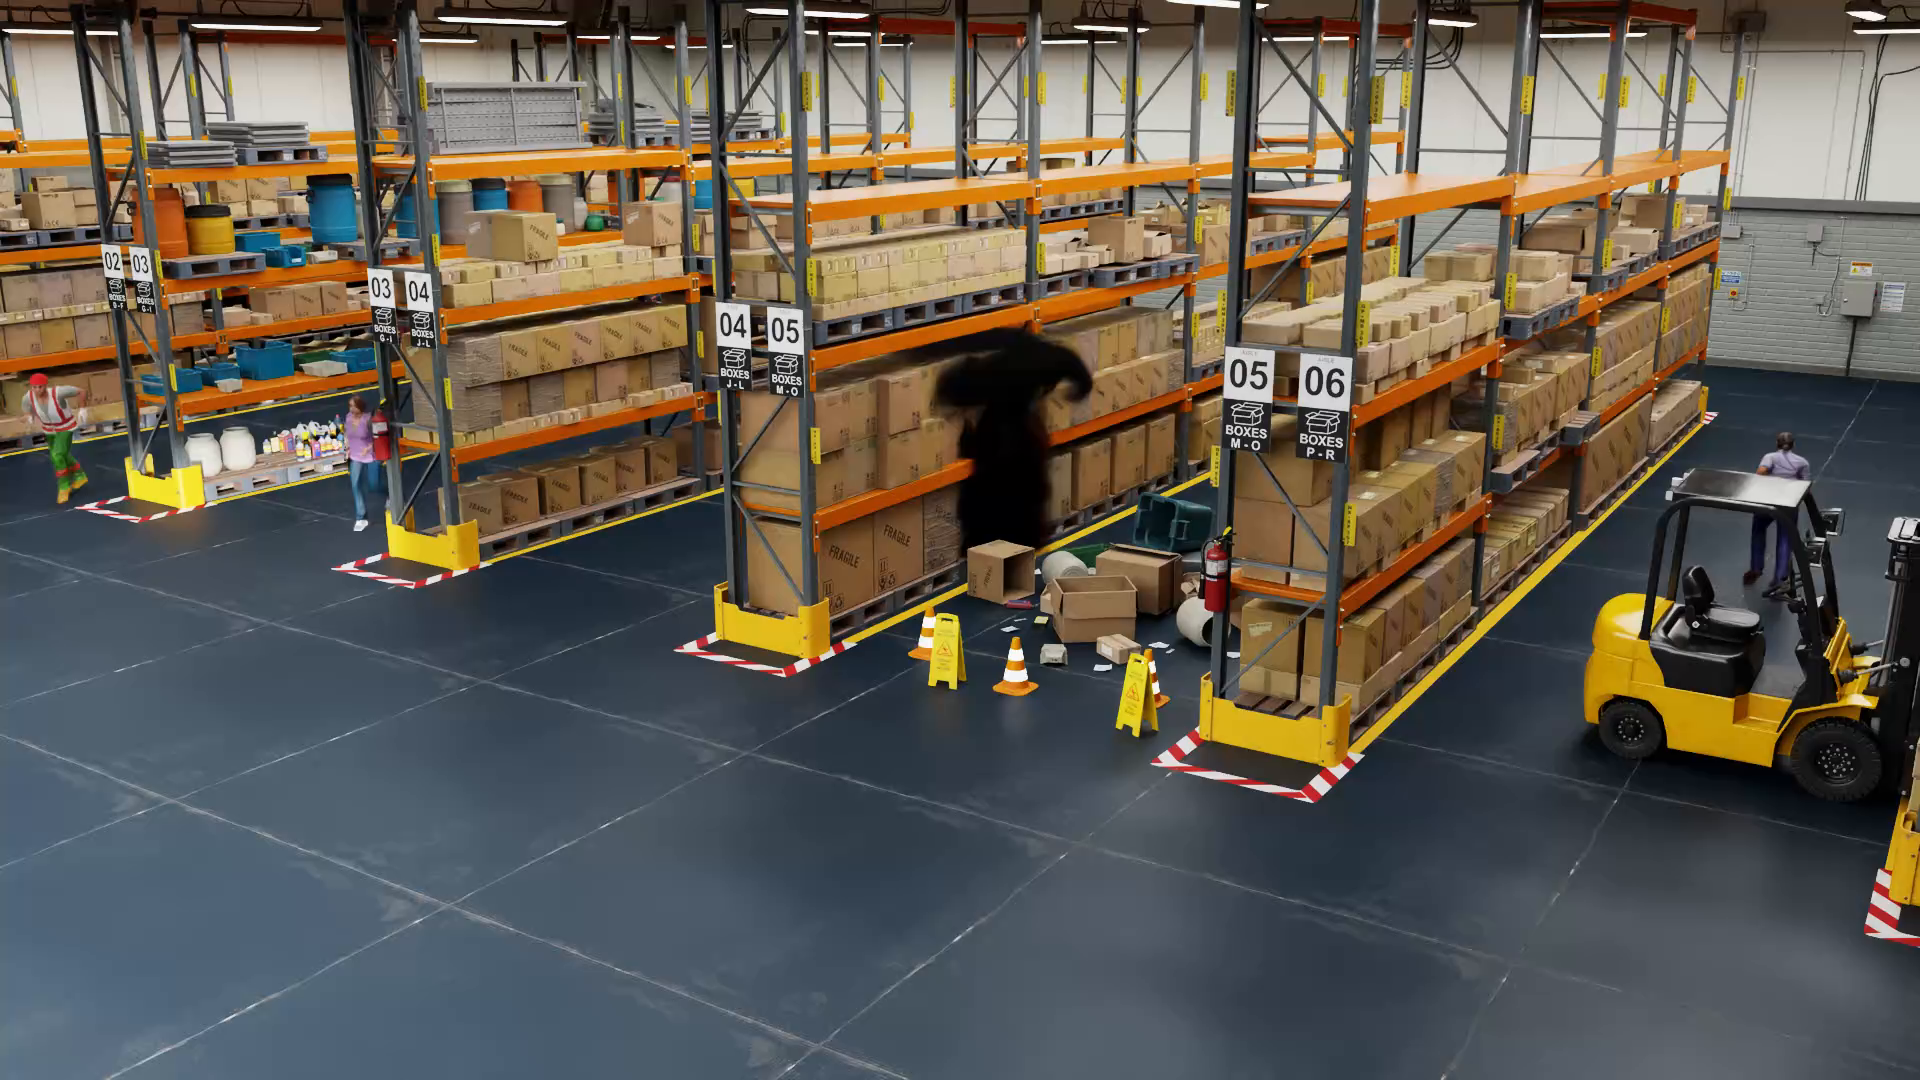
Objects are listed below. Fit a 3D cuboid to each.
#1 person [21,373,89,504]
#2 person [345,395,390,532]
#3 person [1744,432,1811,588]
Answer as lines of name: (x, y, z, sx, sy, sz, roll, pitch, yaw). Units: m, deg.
person: (-11.300, -1.314, 20.911, 0.691, 1.706, 1.009, 0, 16, -1)
person: (-7.041, -0.961, 19.745, 0.499, 1.590, 0.847, 3, 16, 10)
person: (8.509, -0.288, 17.323, 0.600, 1.607, 0.948, 6, 16, 19)
